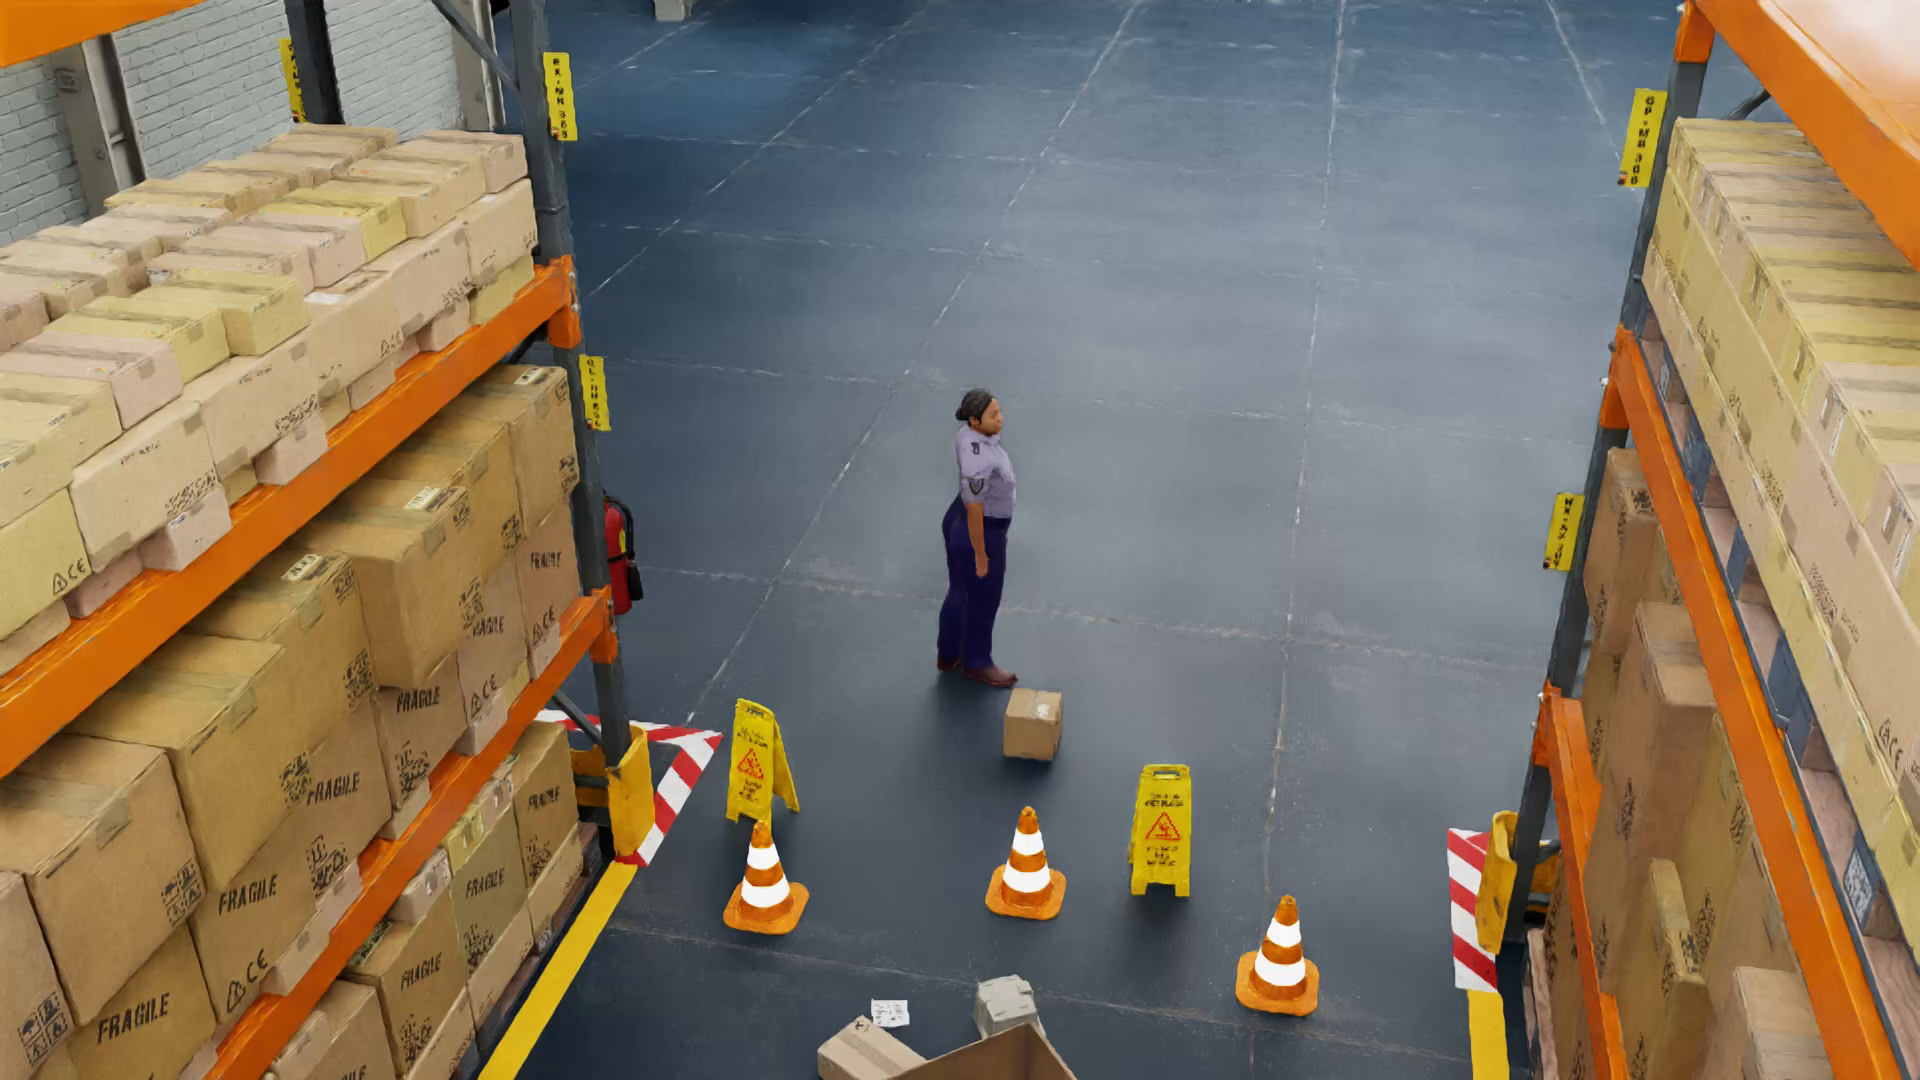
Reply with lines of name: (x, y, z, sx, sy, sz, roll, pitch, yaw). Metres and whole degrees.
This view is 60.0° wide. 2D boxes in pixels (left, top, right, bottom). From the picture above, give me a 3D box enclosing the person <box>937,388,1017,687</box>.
person: (0.076, -0.016, 8.665, 0.407, 1.642, 0.494, -6, 29, -10)
